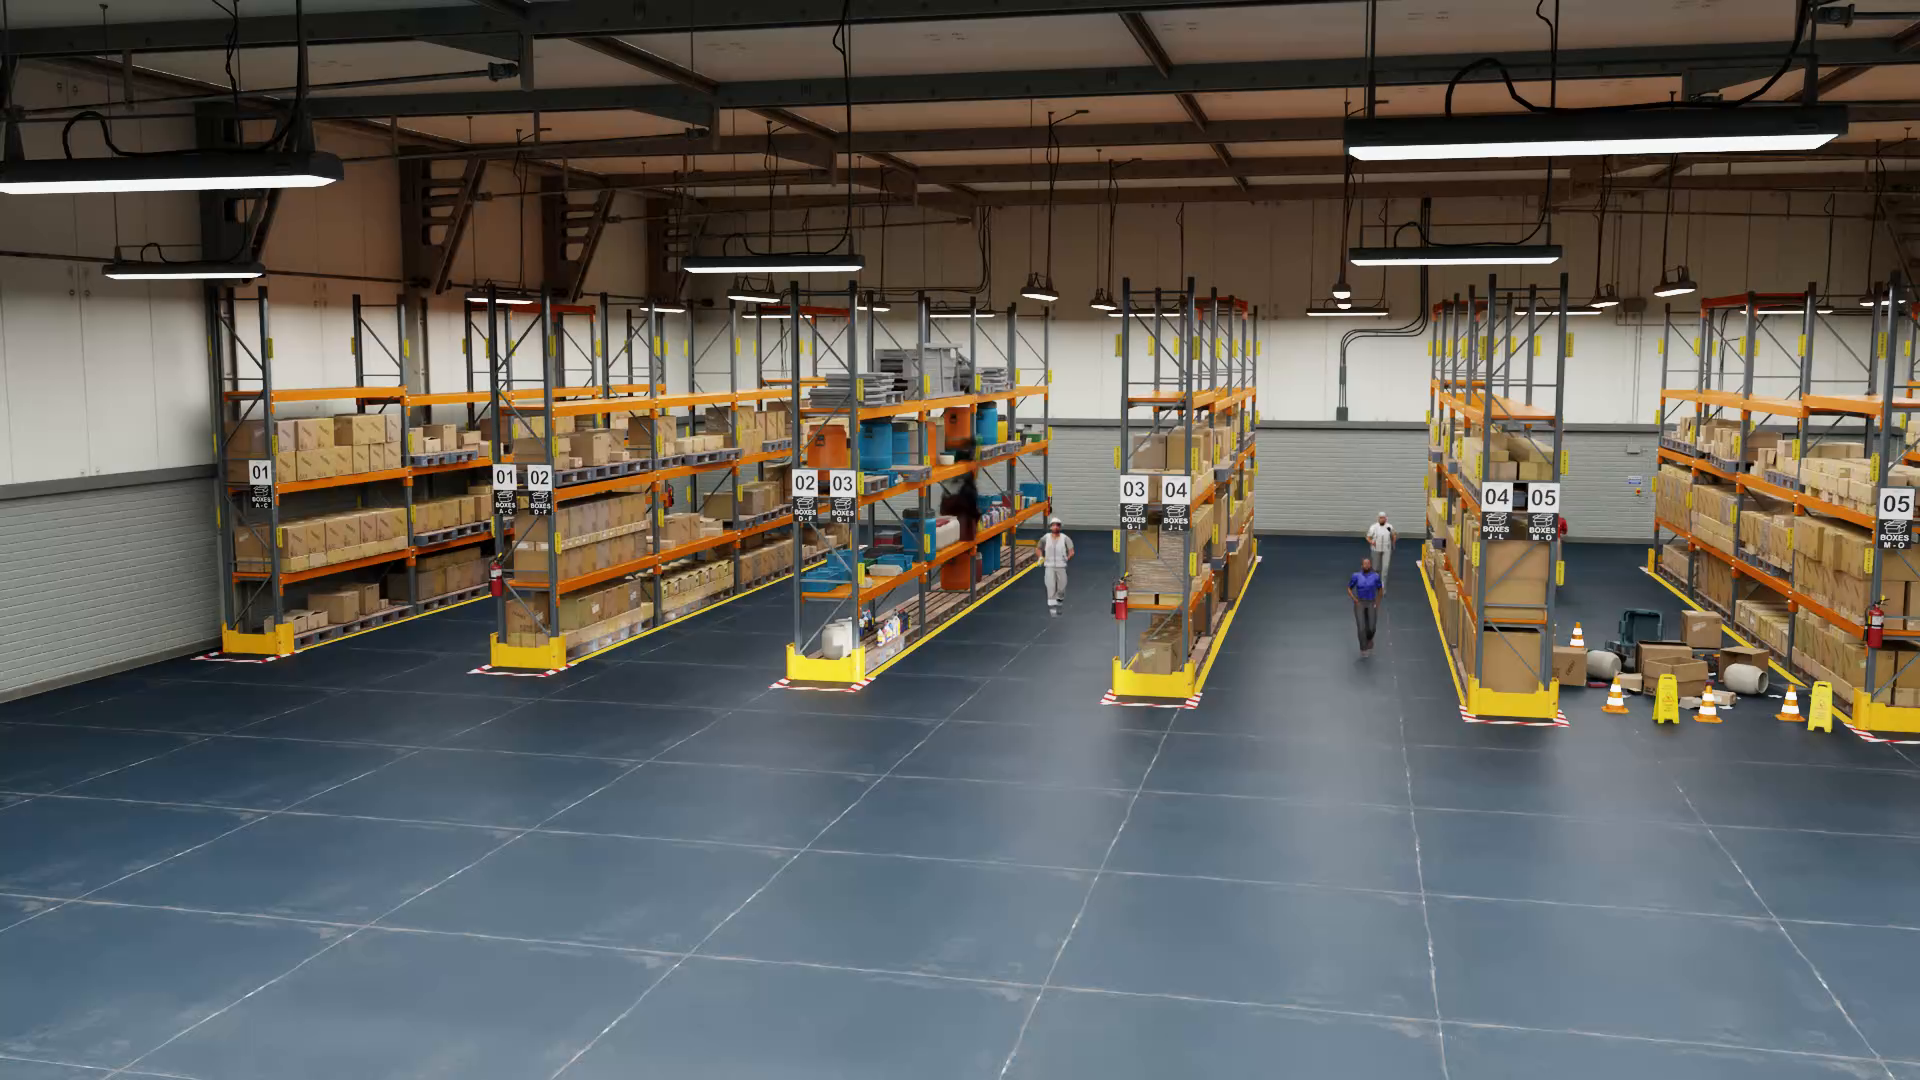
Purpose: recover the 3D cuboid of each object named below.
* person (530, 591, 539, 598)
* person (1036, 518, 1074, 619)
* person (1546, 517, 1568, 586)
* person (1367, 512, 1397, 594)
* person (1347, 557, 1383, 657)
[{"bbox_3d":[-7.644,0.621,30.498,0.643,1.823,0.736,1,7,11],"label":"person"},{"bbox_3d":[1.666,0.492,29.186,0.663,1.761,0.710,0,7,3],"label":"person"},{"bbox_3d":[12.426,0.146,34.967,0.673,1.778,0.916,1,7,13],"label":"person"},{"bbox_3d":[8.724,0.245,34.413,0.619,1.670,0.899,1,7,10],"label":"person"},{"bbox_3d":[6.622,1.085,27.223,0.584,1.627,0.557,1,7,10],"label":"person"}]
